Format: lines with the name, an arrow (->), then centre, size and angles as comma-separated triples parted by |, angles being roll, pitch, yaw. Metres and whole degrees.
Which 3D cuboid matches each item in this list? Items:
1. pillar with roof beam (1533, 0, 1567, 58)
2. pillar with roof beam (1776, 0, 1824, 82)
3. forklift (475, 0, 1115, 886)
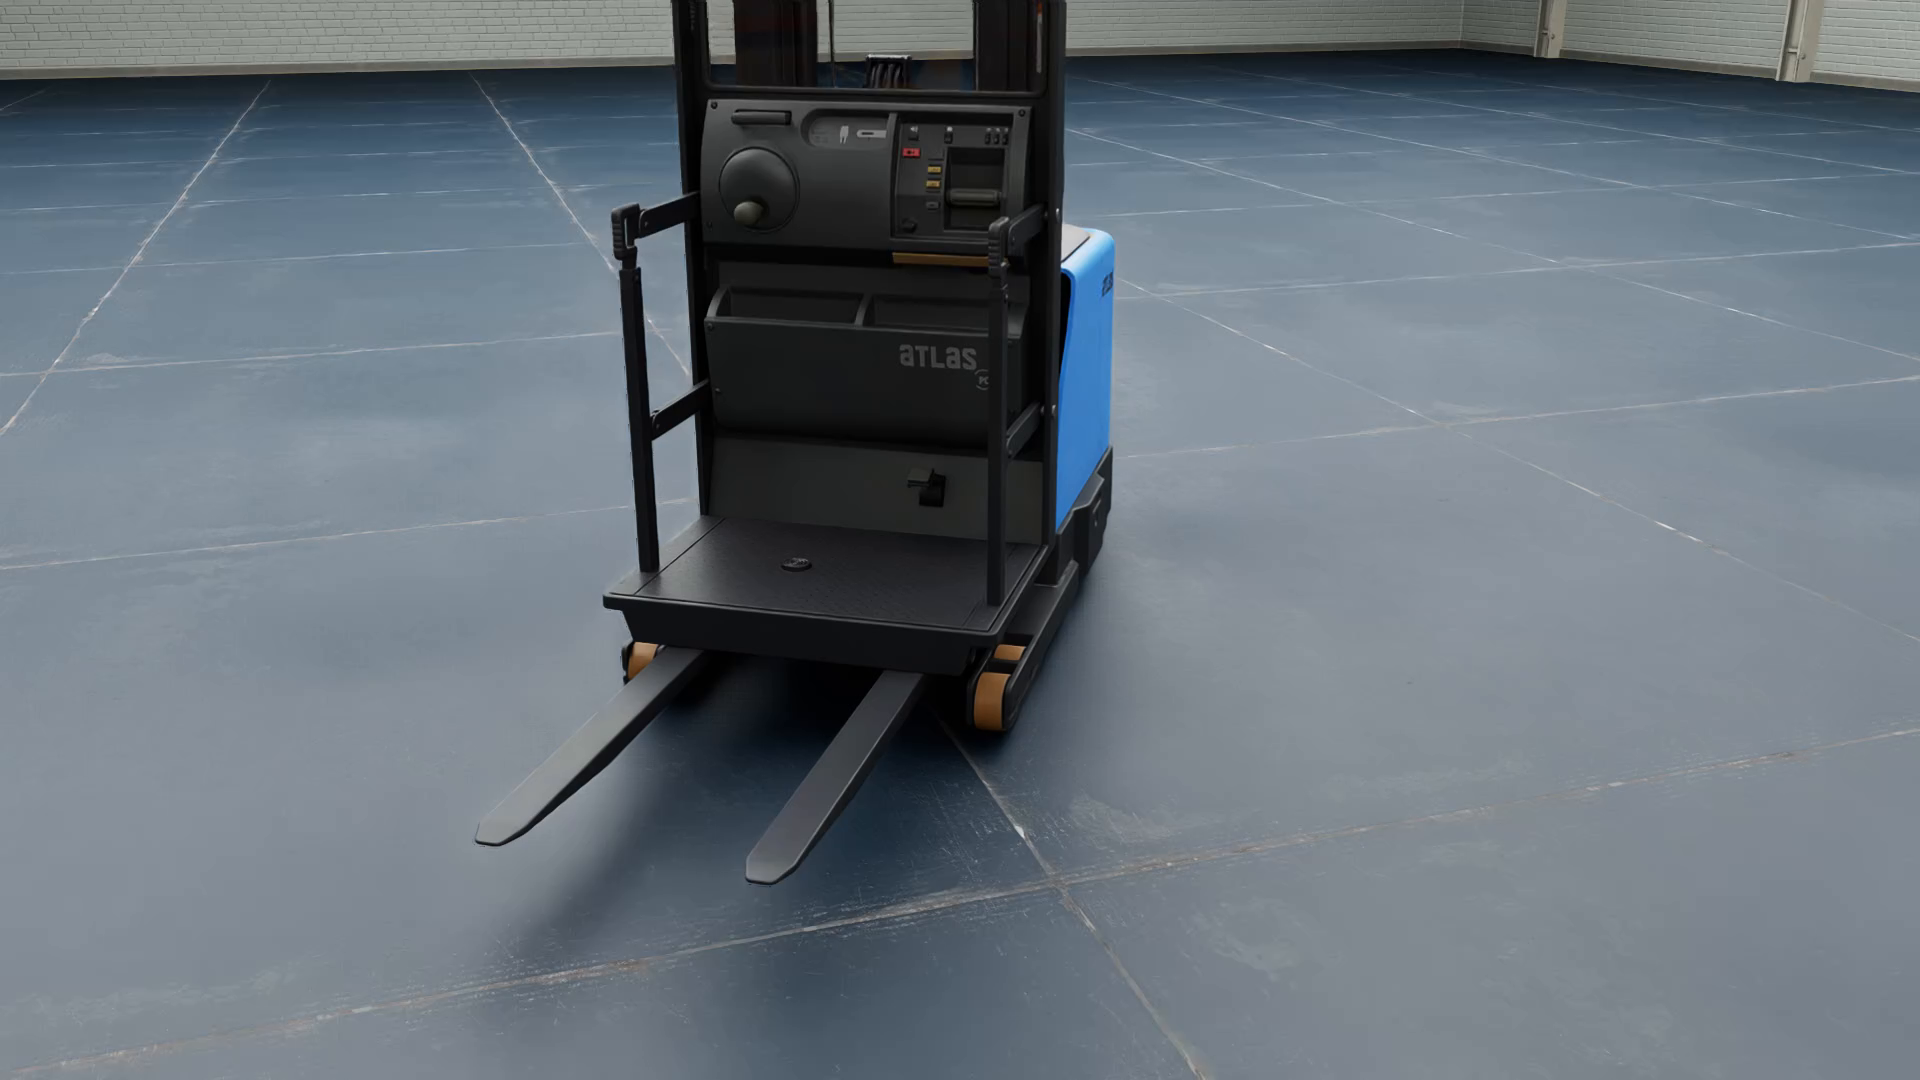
pillar with roof beam -> 6.806, -12.741, 28.076 | 9.100, 9.000, 0.400 | -6, 21, -17
pillar with roof beam -> 8.692, -10.815, 22.715 | 9.100, 9.000, 0.400 | -6, 21, -17
forklift -> -0.318, -1.004, 4.375 | 1.130, 2.935, 3.031 | 5, 20, 14
